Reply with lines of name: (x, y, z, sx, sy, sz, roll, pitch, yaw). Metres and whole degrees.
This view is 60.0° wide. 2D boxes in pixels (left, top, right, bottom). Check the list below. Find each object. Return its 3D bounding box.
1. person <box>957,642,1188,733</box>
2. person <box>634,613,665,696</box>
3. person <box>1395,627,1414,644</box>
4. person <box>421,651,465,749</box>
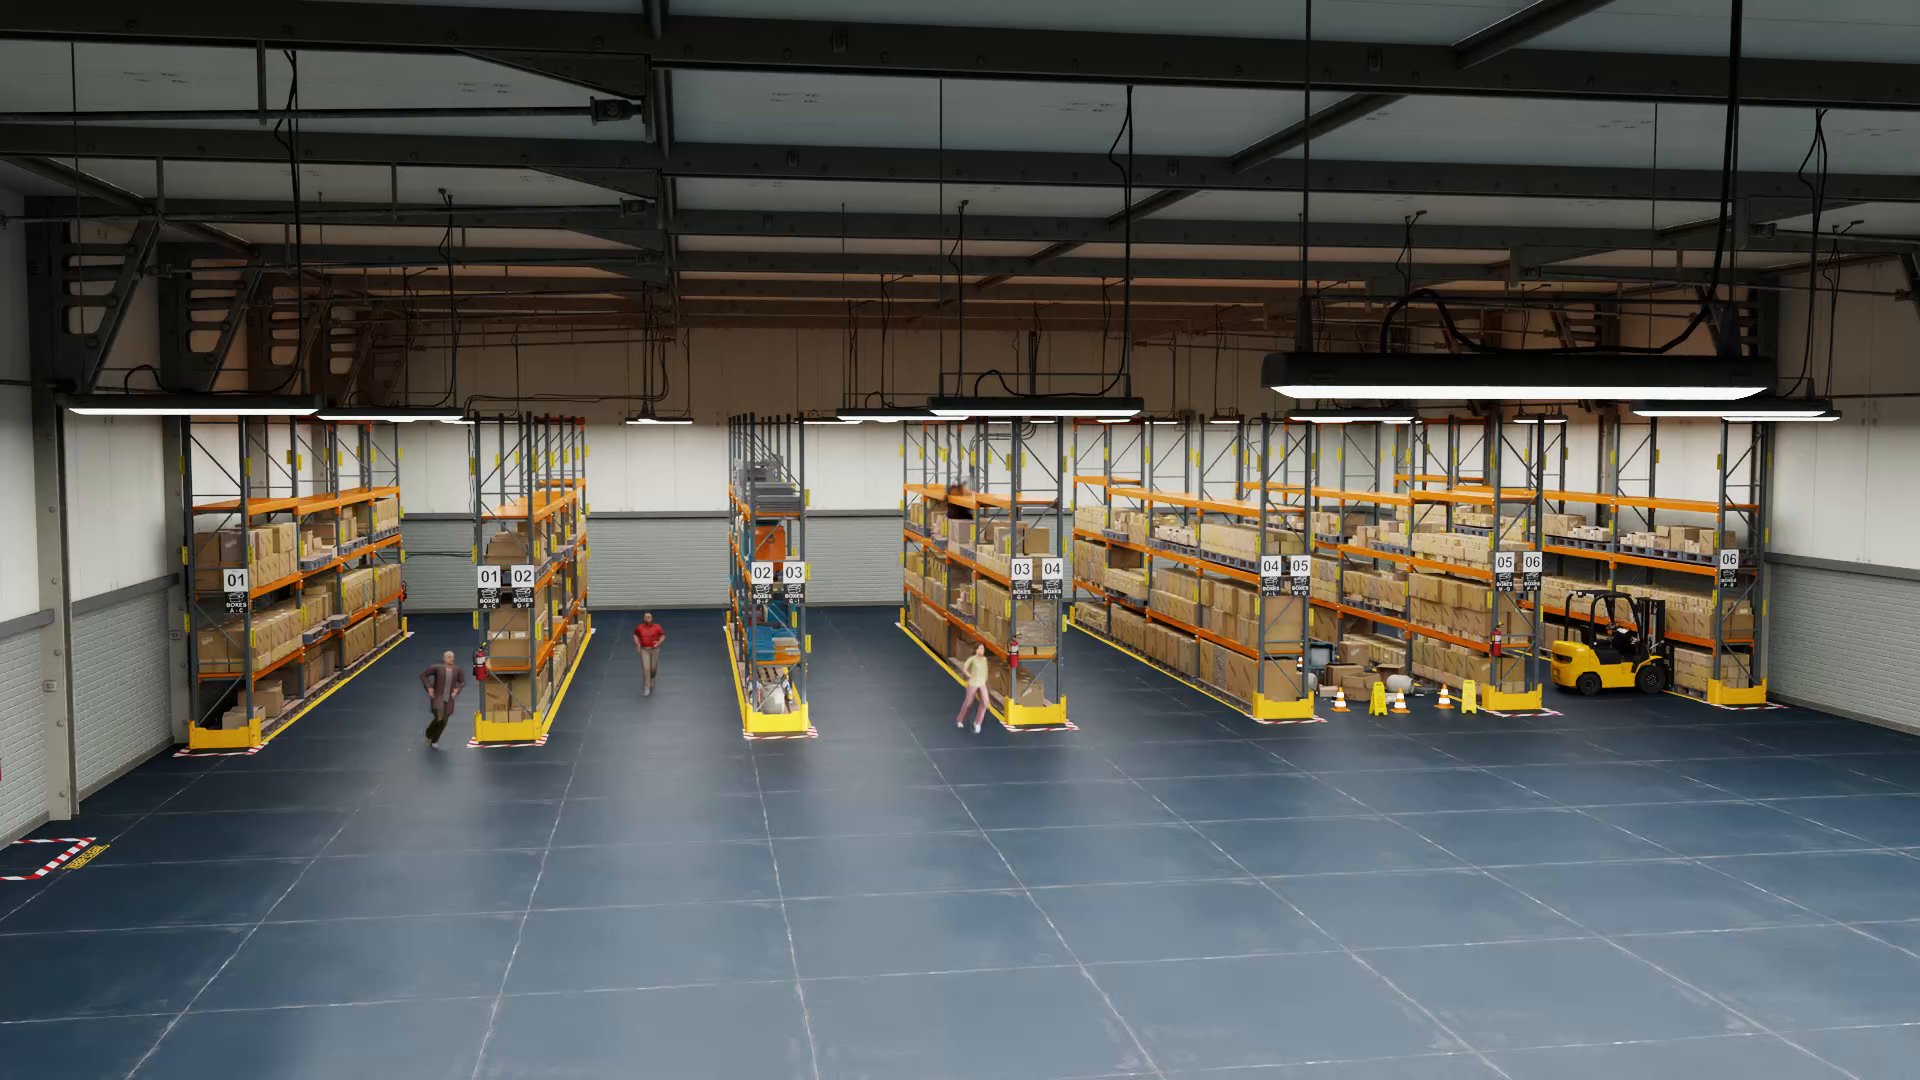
person: (2.356, 2.457, 36.034, 8.751, 1.681, 6.664, -2, 4, -29)
person: (-6.688, 2.427, 35.840, 0.649, 1.756, 0.848, -1, 4, -11)
person: (11.418, 1.978, 42.628, 0.627, 1.758, 0.767, -1, 4, -15)
person: (-9.167, 2.846, 29.605, 0.729, 1.736, 0.634, -3, 5, -40)
